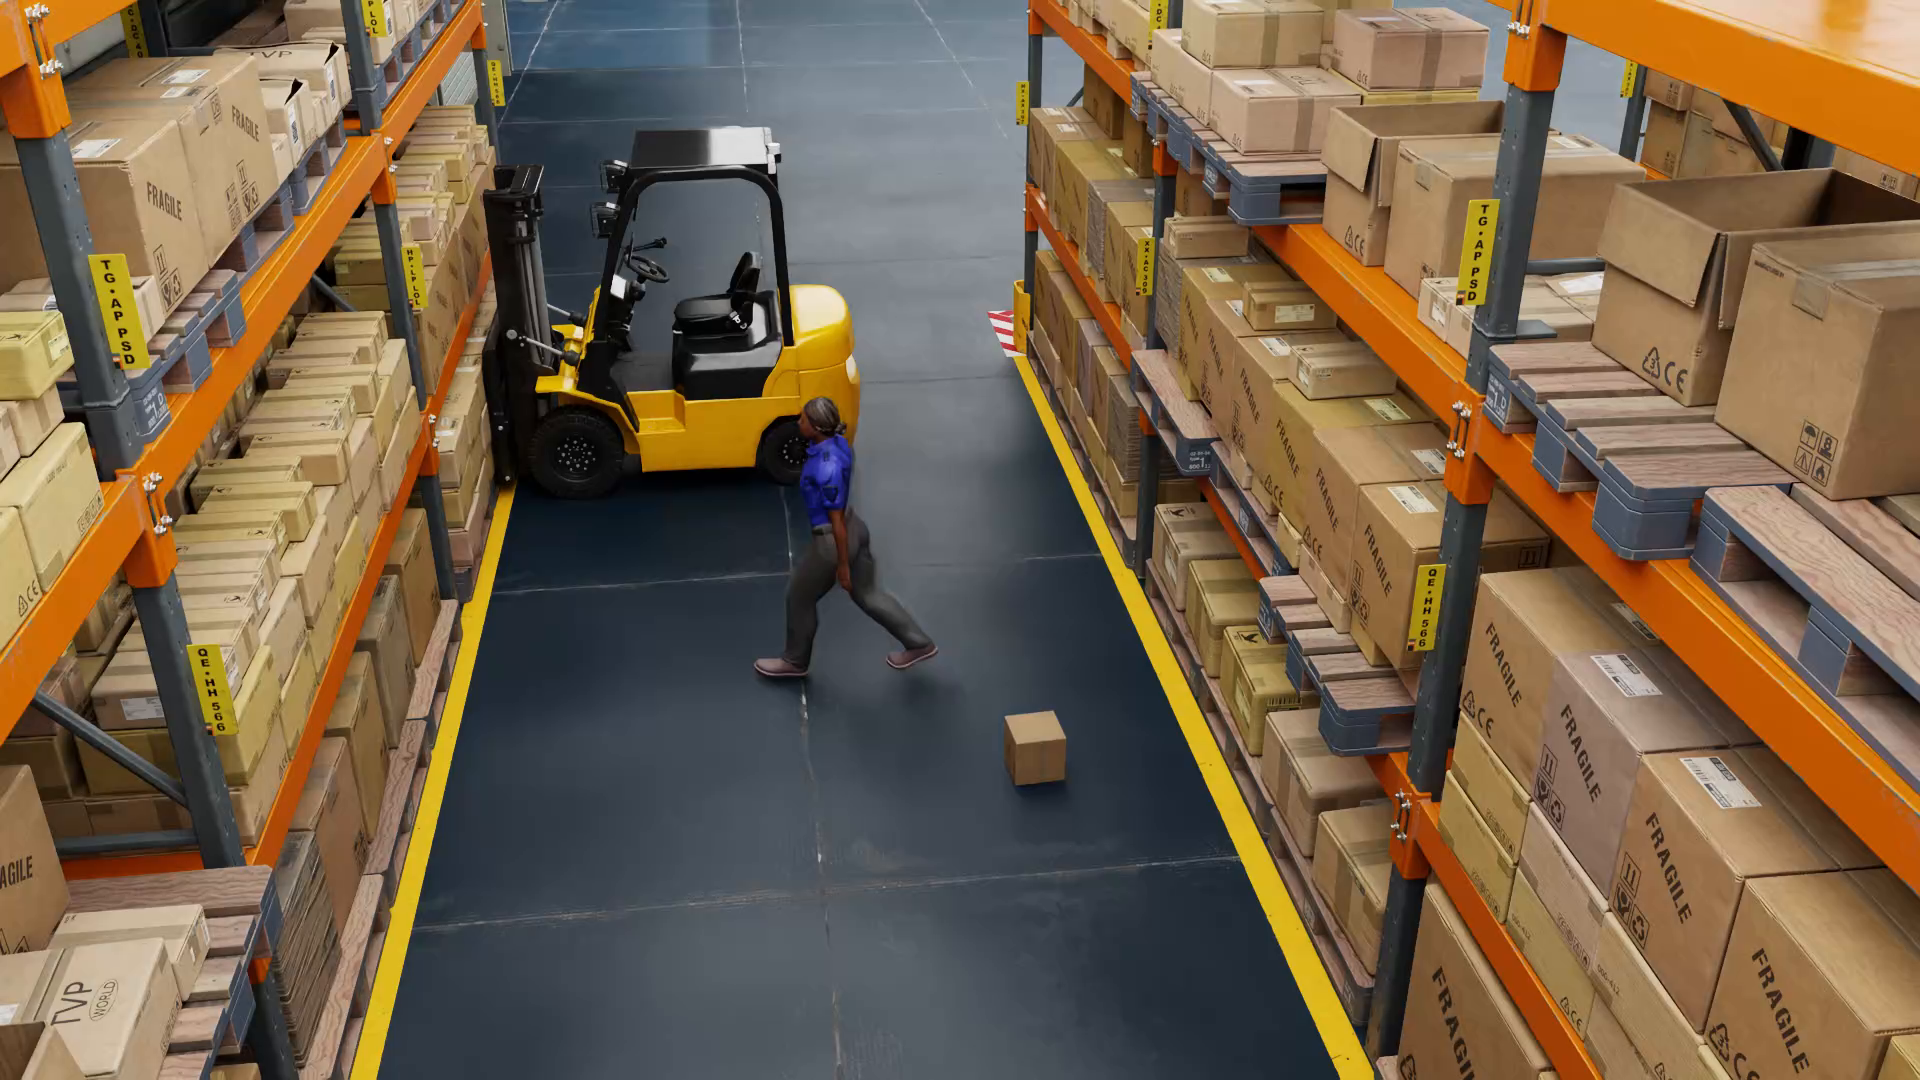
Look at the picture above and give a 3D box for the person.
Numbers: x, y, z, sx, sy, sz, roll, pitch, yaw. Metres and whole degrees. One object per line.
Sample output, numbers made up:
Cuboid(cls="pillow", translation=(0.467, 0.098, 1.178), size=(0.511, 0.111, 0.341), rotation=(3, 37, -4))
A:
Cuboid(cls="person", translation=(-0.608, 0.000, 8.630), size=(0.986, 1.607, 0.464), rotation=(4, 28, 8))
